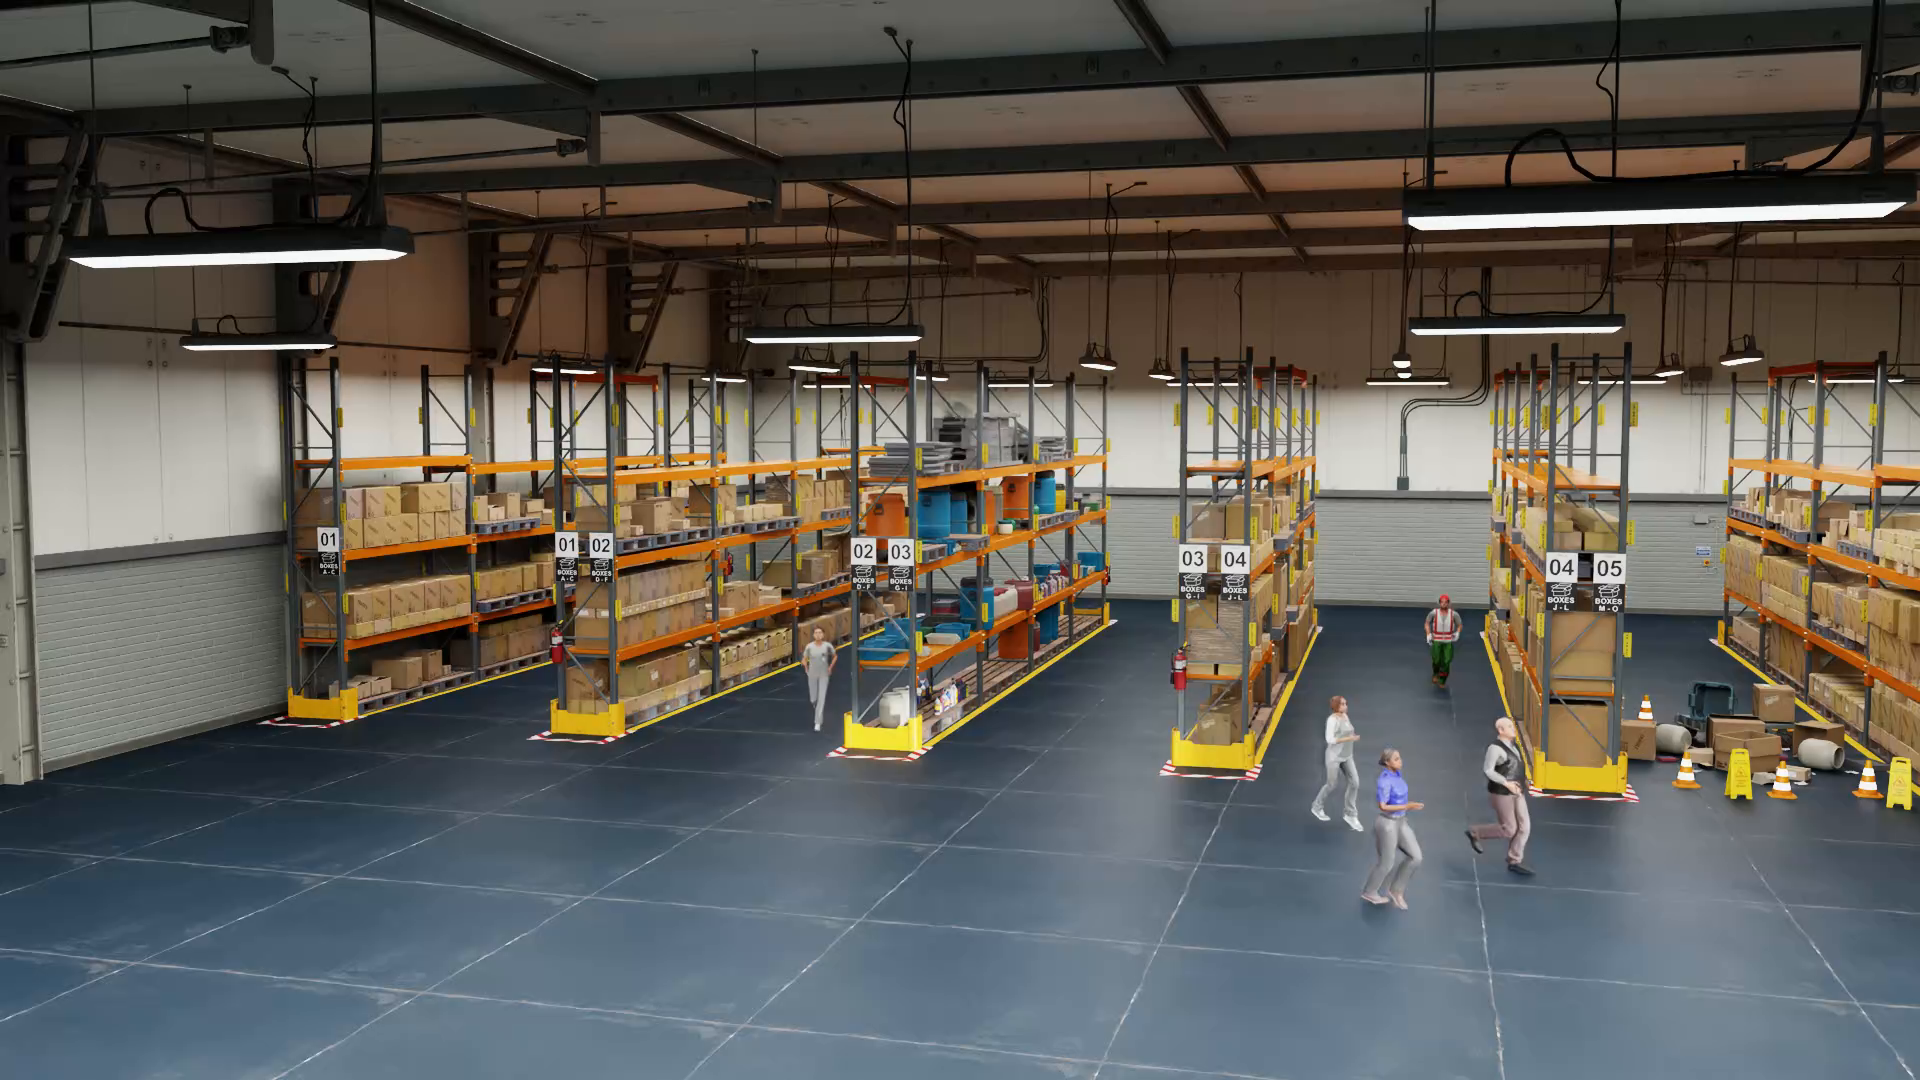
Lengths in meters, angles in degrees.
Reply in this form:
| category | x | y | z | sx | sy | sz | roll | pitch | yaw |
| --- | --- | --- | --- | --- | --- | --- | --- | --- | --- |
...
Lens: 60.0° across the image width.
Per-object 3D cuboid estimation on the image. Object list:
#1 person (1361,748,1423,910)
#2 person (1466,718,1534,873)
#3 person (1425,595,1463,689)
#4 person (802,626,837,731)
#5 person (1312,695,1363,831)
| category | x | y | z | sx | sy | sz | roll | pitch | yaw |
| --- | --- | --- | --- | --- | --- | --- | --- | --- | --- |
| person | 4.421 | 2.947 | 16.903 | 0.667 | 1.685 | 0.558 | 4 | 6 | 41 |
| person | 6.028 | 2.809 | 18.438 | 0.659 | 1.690 | 0.765 | -4 | 6 | -43 |
| person | 8.946 | 1.875 | 30.736 | 0.673 | 1.752 | 0.543 | 1 | 4 | 13 |
| person | -2.274 | 2.237 | 26.955 | 0.565 | 1.610 | 0.791 | 0 | 4 | 0 |
| person | 4.616 | 2.699 | 20.310 | 0.517 | 1.632 | 0.698 | -3 | 5 | -39 |
